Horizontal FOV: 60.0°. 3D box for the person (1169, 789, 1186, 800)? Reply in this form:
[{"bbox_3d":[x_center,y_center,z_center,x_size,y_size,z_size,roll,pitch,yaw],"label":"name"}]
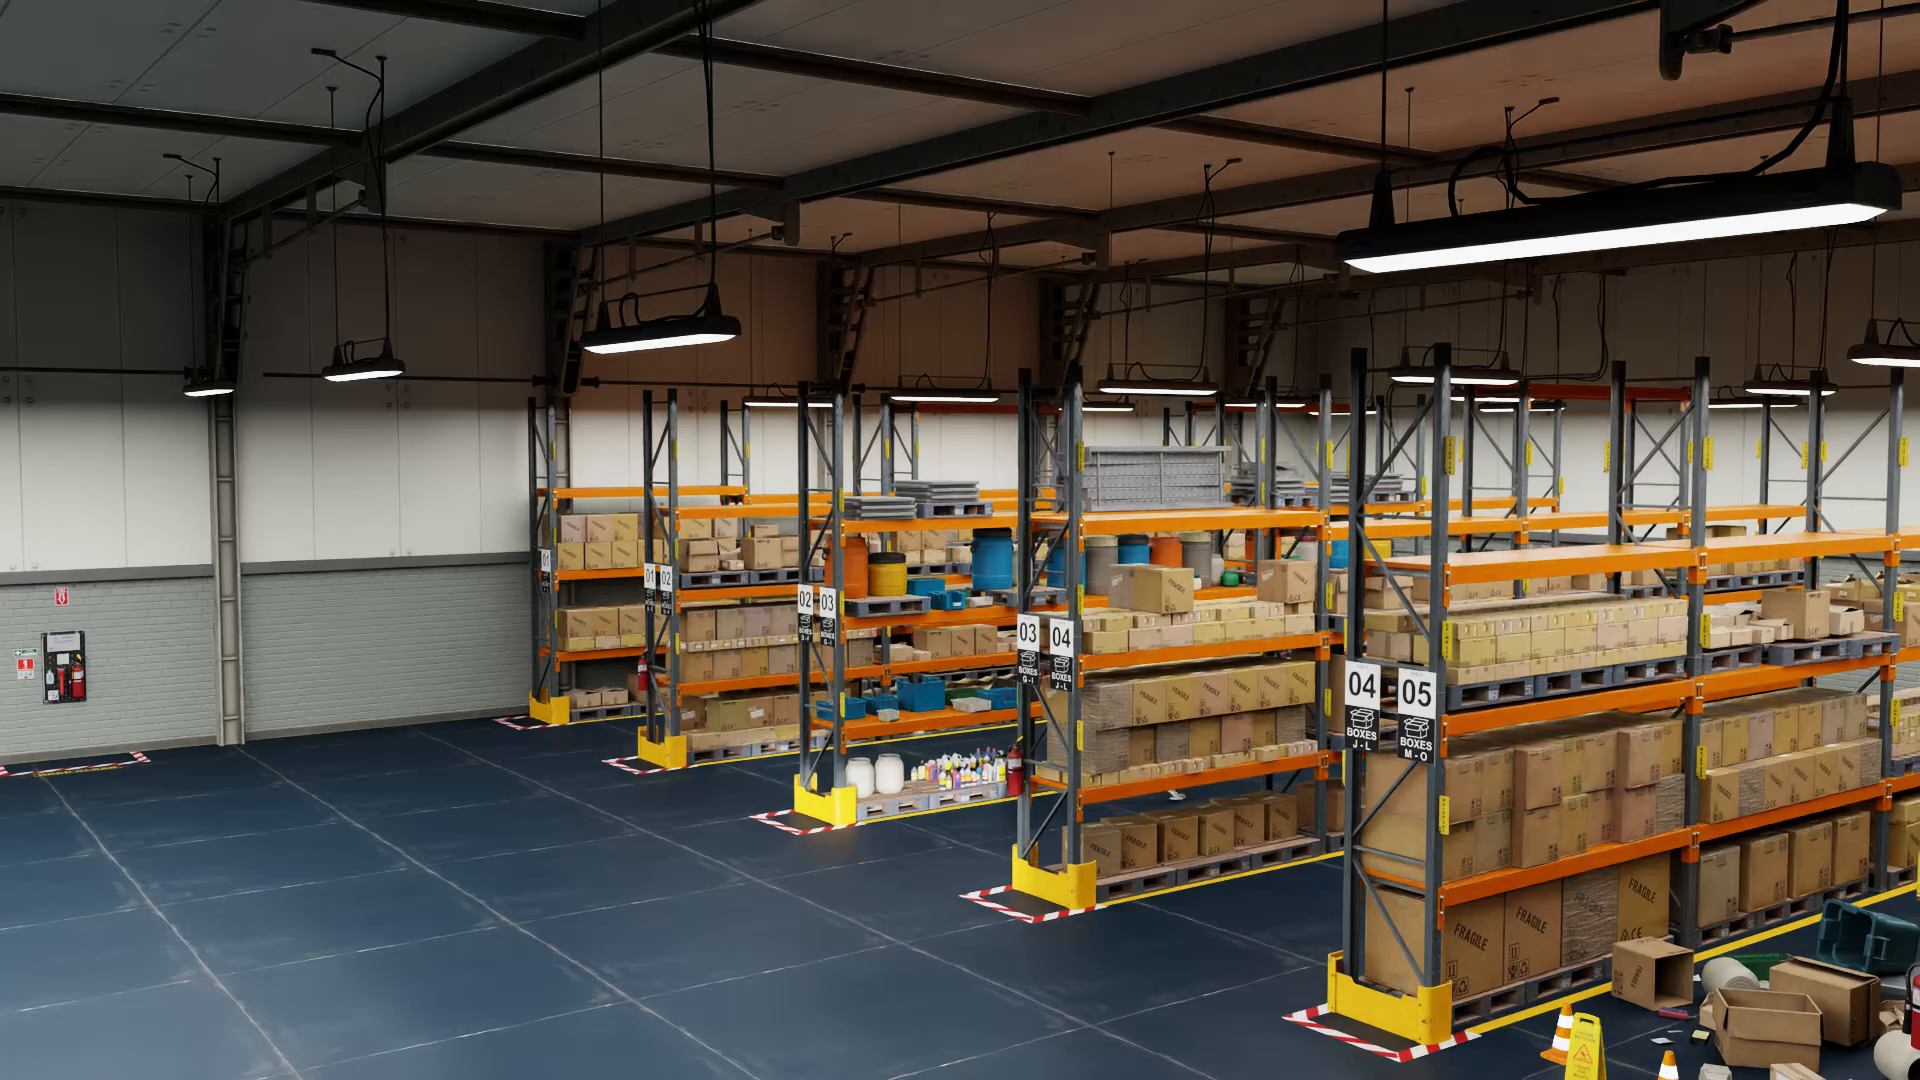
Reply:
[{"bbox_3d":[3.090,2.953,23.942,0.431,1.597,0.434,-2,4,-34],"label":"person"}]
